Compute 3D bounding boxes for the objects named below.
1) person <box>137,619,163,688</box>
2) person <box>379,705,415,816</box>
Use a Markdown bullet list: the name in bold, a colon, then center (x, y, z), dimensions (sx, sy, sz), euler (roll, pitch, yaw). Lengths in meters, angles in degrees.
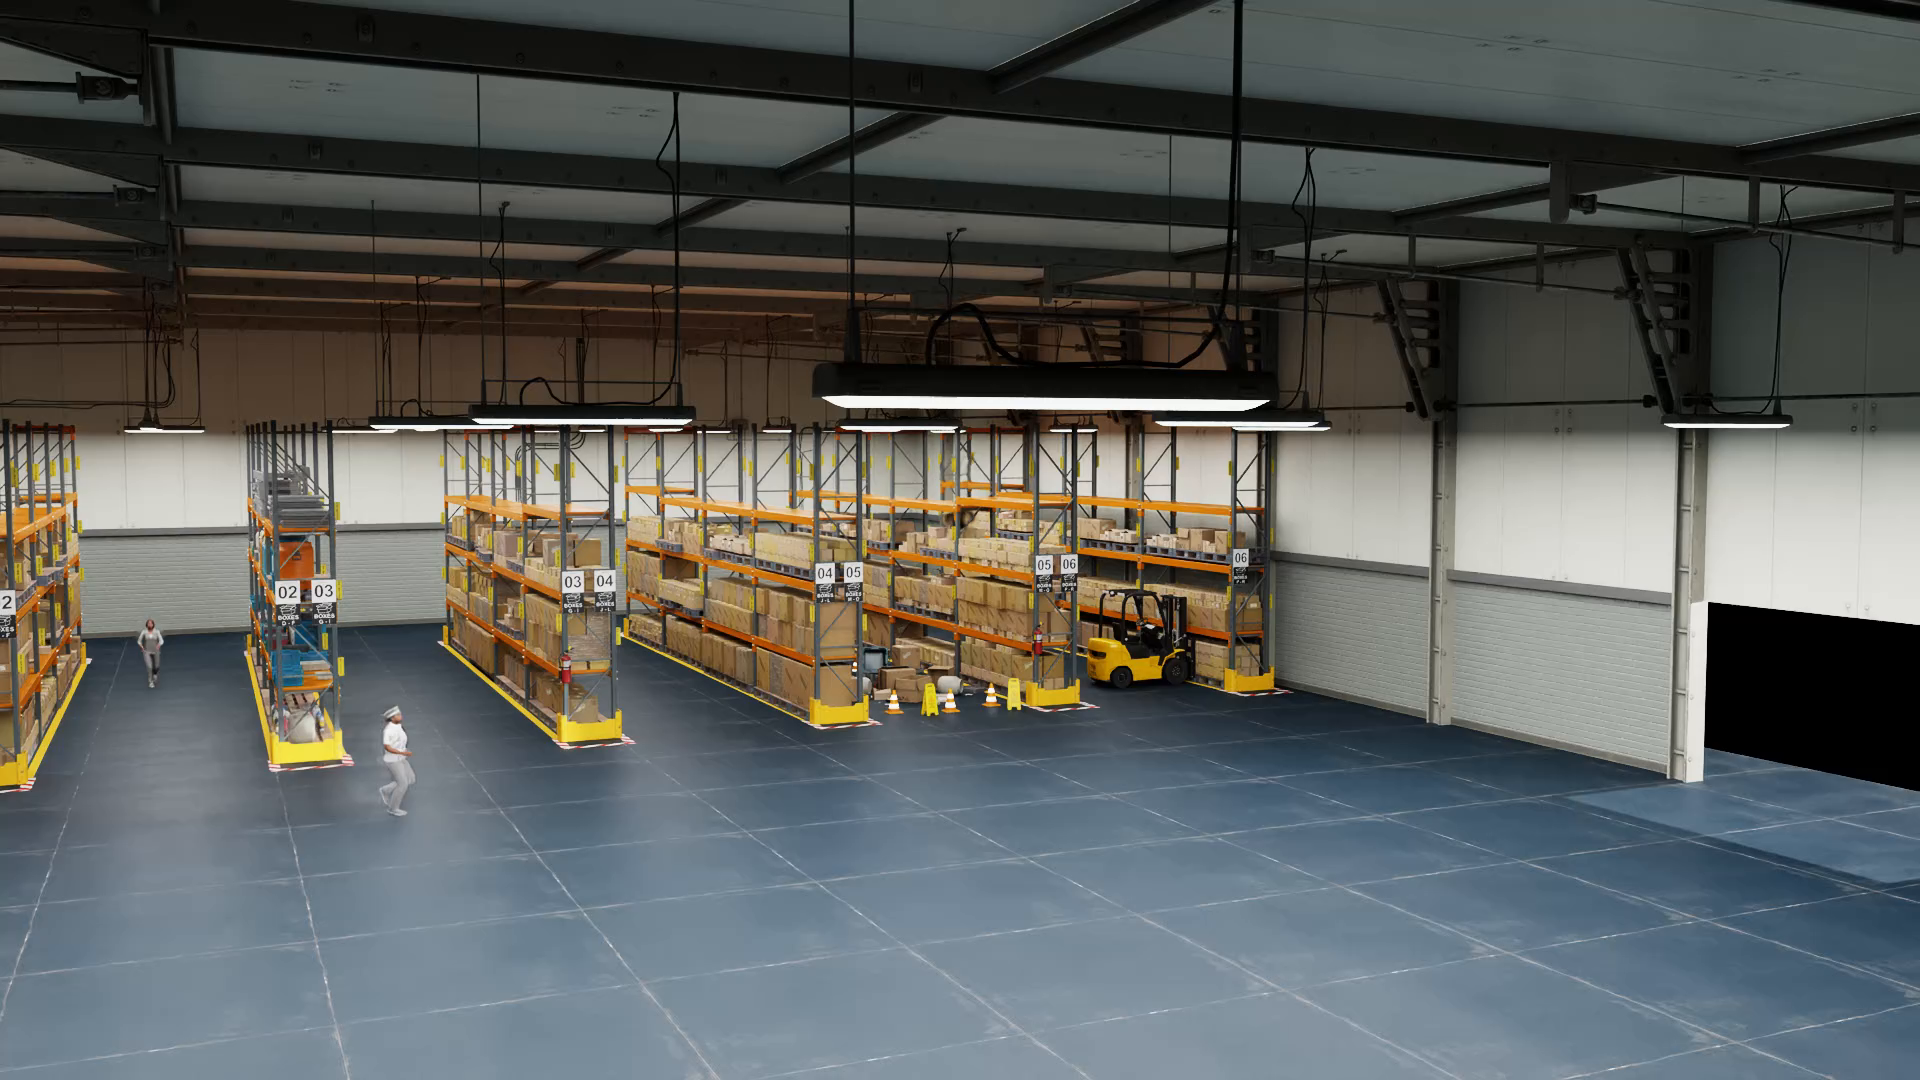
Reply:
- **person**: center (-18.453, 2.578, 37.909), dimensions (0.535, 1.548, 0.567), euler (-2, 4, -30)
- **person**: center (-8.529, 3.326, 25.138), dimensions (0.539, 1.664, 0.629), euler (0, 4, -6)
